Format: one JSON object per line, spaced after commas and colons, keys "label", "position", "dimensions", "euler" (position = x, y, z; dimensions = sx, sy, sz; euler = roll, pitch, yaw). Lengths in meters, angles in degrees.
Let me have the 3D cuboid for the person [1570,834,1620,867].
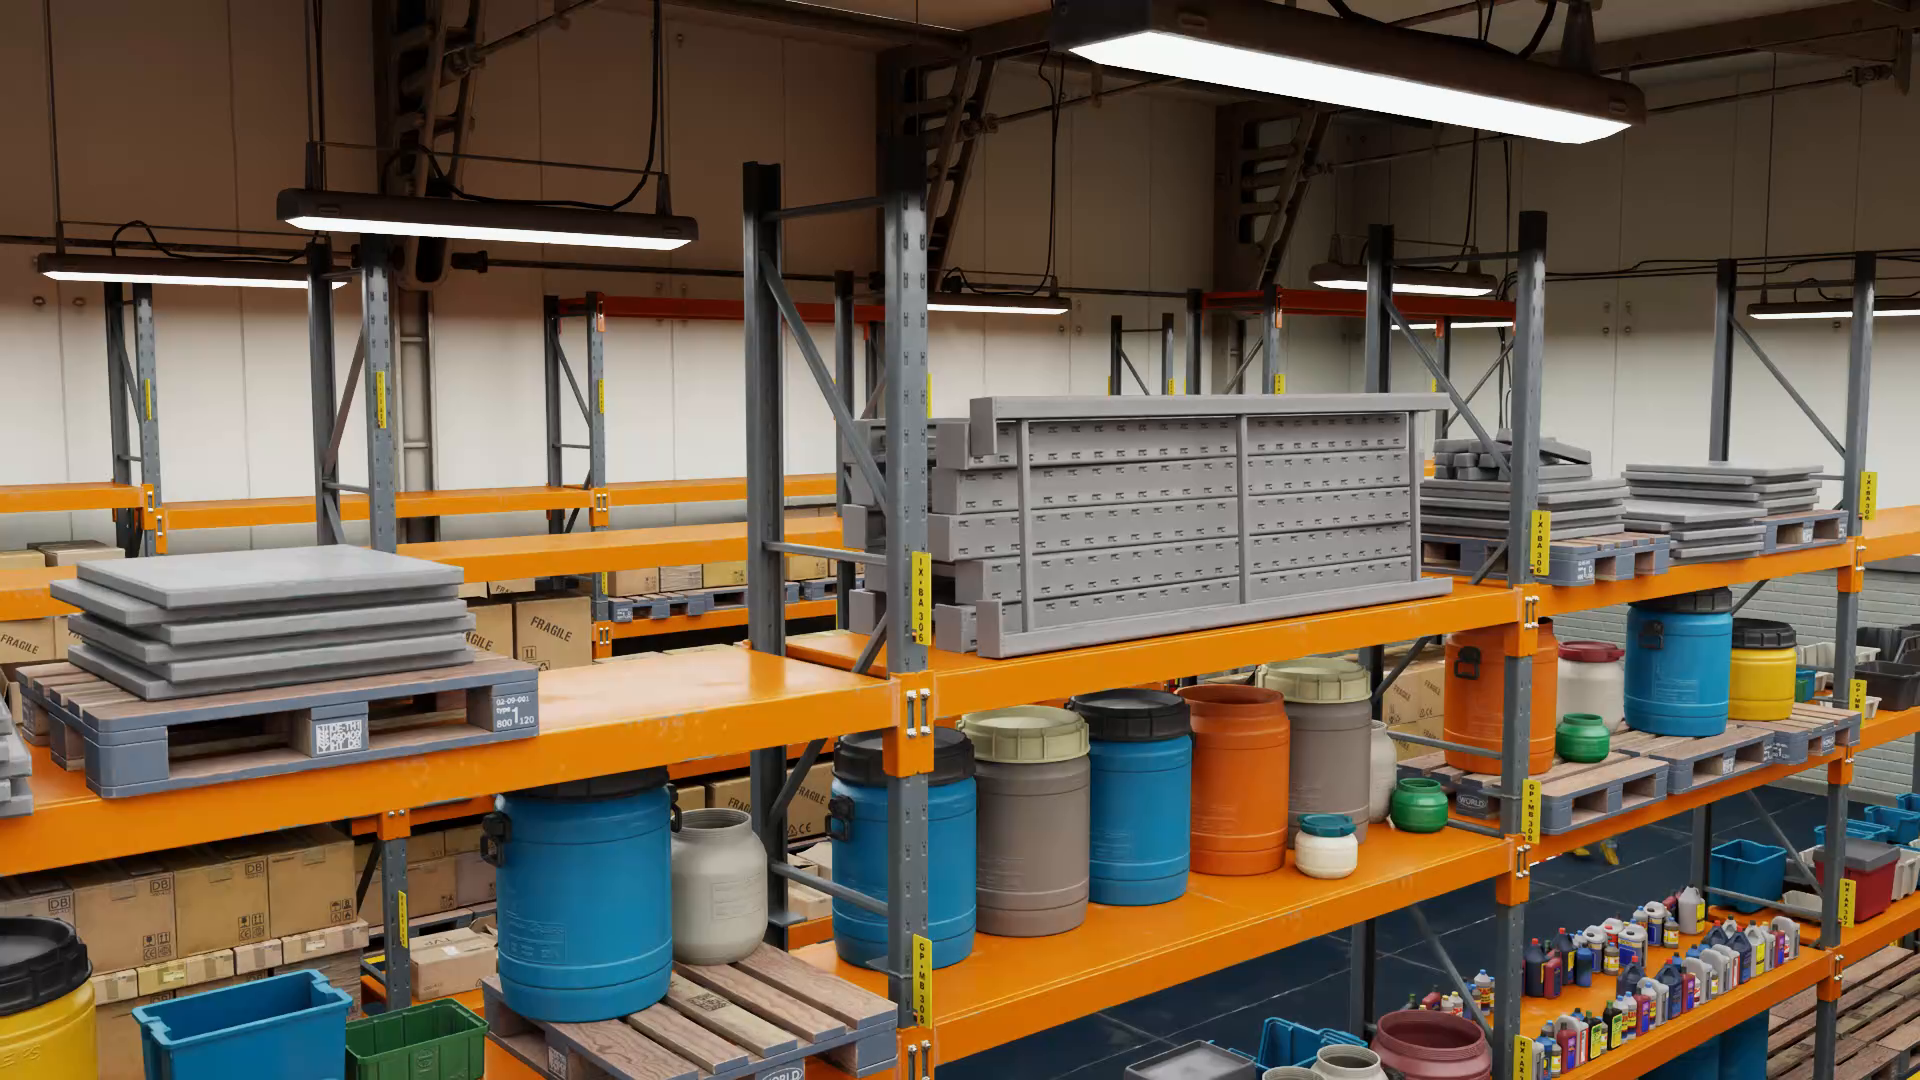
{"label": "person", "position": [6.802, 2.576, 17.794], "dimensions": [0.714, 1.745, 0.670], "euler": [-2, 6, -19]}
